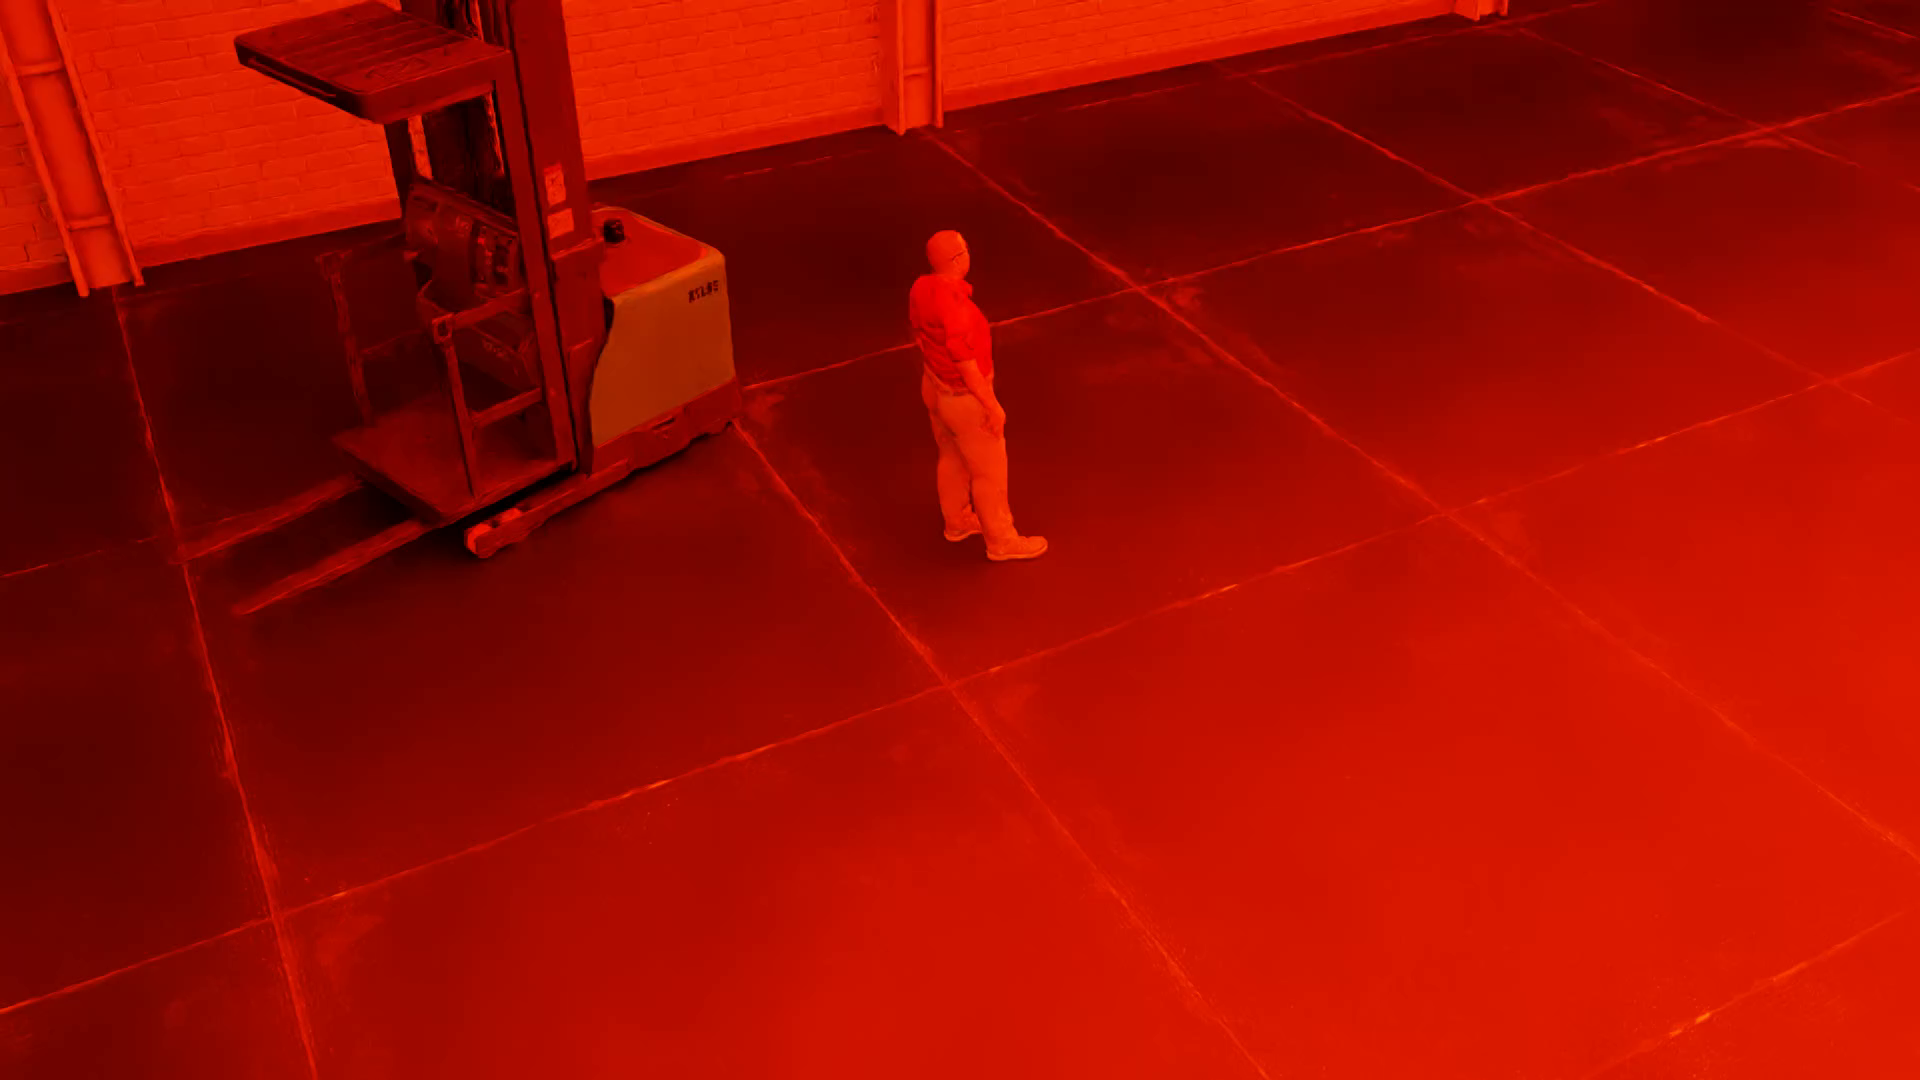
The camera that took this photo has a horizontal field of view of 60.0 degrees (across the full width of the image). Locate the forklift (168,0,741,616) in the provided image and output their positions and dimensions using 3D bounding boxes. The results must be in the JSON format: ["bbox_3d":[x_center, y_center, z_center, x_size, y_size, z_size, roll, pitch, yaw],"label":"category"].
[{"bbox_3d":[-2.622,-1.439,8.159,1.130,2.935,3.031,27,44,33],"label":"forklift"}]

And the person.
[{"bbox_3d":[0.085,-0.730,8.185,0.550,1.726,0.640,-17,39,-23],"label":"person"}]
